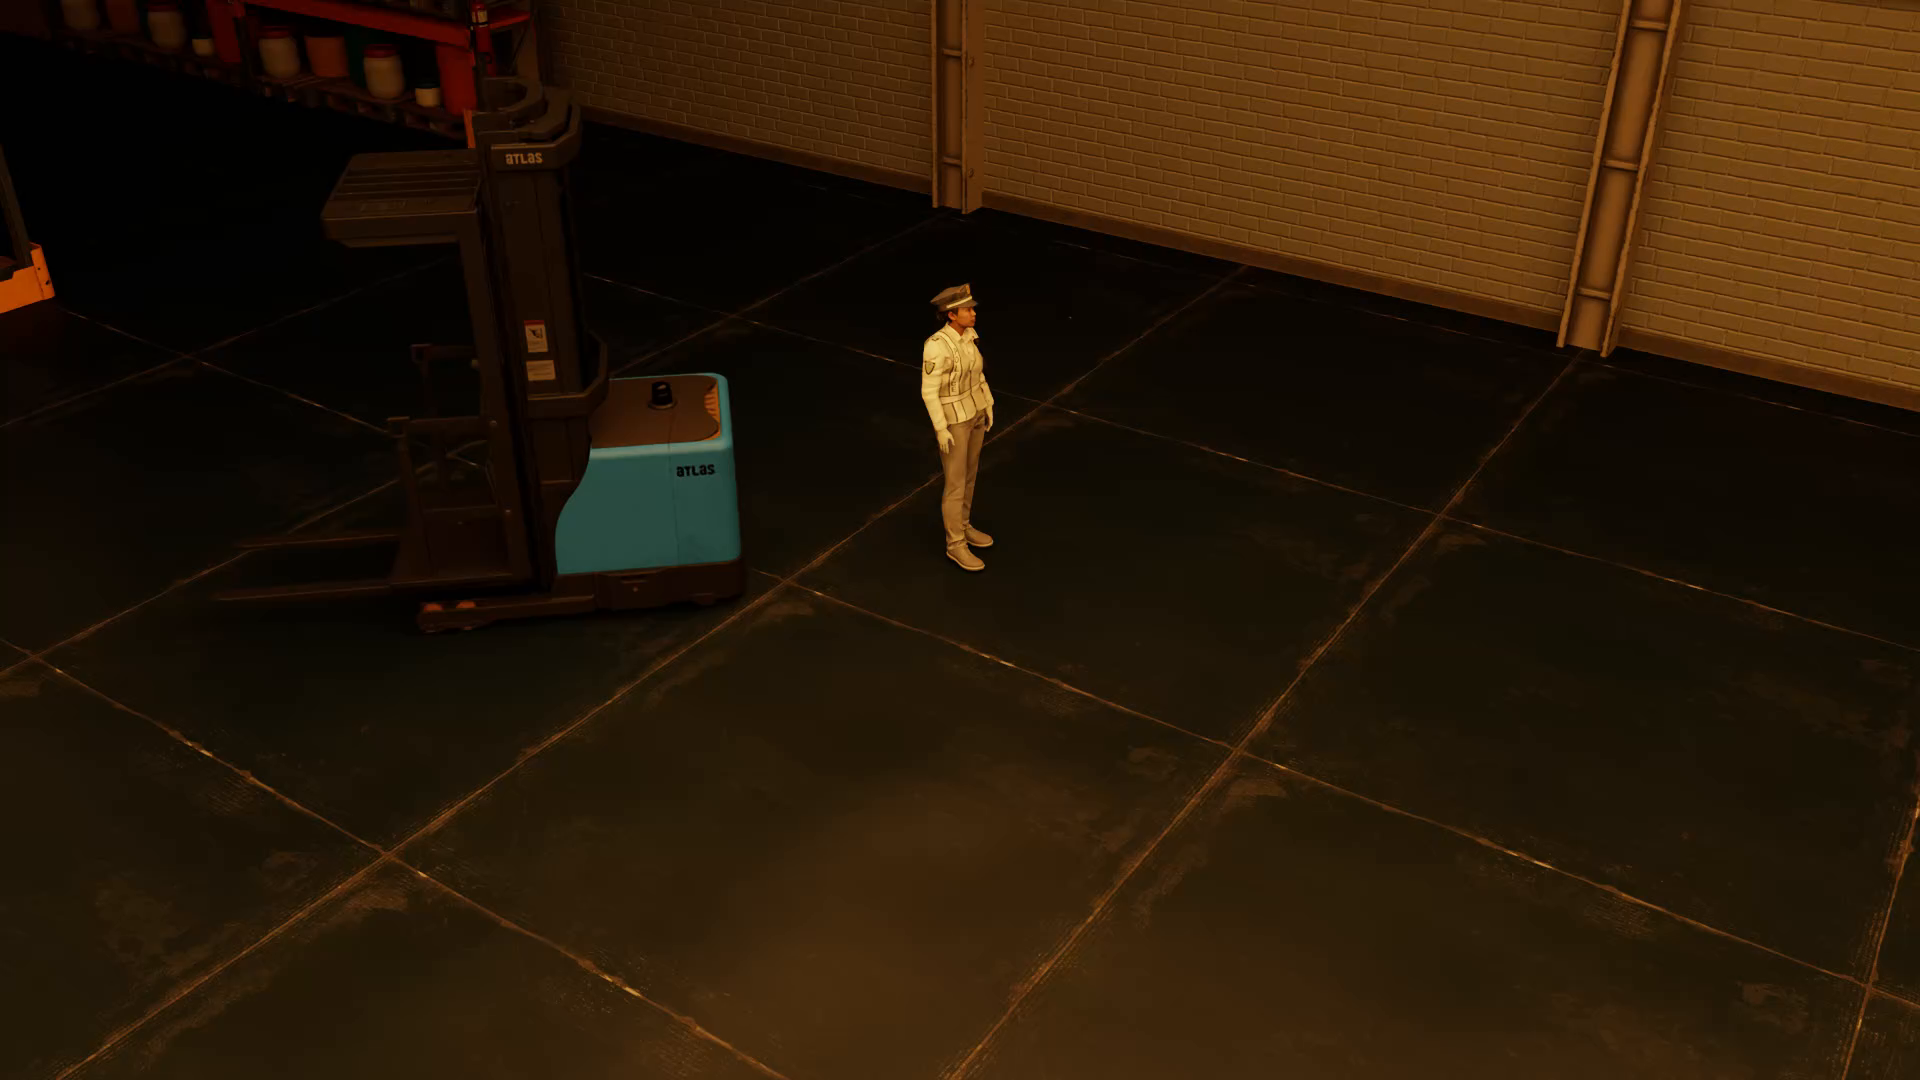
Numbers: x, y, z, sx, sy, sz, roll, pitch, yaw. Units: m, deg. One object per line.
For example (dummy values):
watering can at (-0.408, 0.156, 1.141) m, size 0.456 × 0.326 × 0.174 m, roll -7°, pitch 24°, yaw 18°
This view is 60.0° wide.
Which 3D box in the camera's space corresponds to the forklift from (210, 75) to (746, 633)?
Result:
forklift at (-2.831, -1.017, 9.333) m, size 3.031 × 2.935 × 1.130 m, roll -4°, pitch 30°, yaw -8°

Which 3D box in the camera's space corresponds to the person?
person at (0.053, -0.717, 10.033) m, size 0.532 × 1.694 × 0.586 m, roll 19°, pitch 35°, yaw 29°
